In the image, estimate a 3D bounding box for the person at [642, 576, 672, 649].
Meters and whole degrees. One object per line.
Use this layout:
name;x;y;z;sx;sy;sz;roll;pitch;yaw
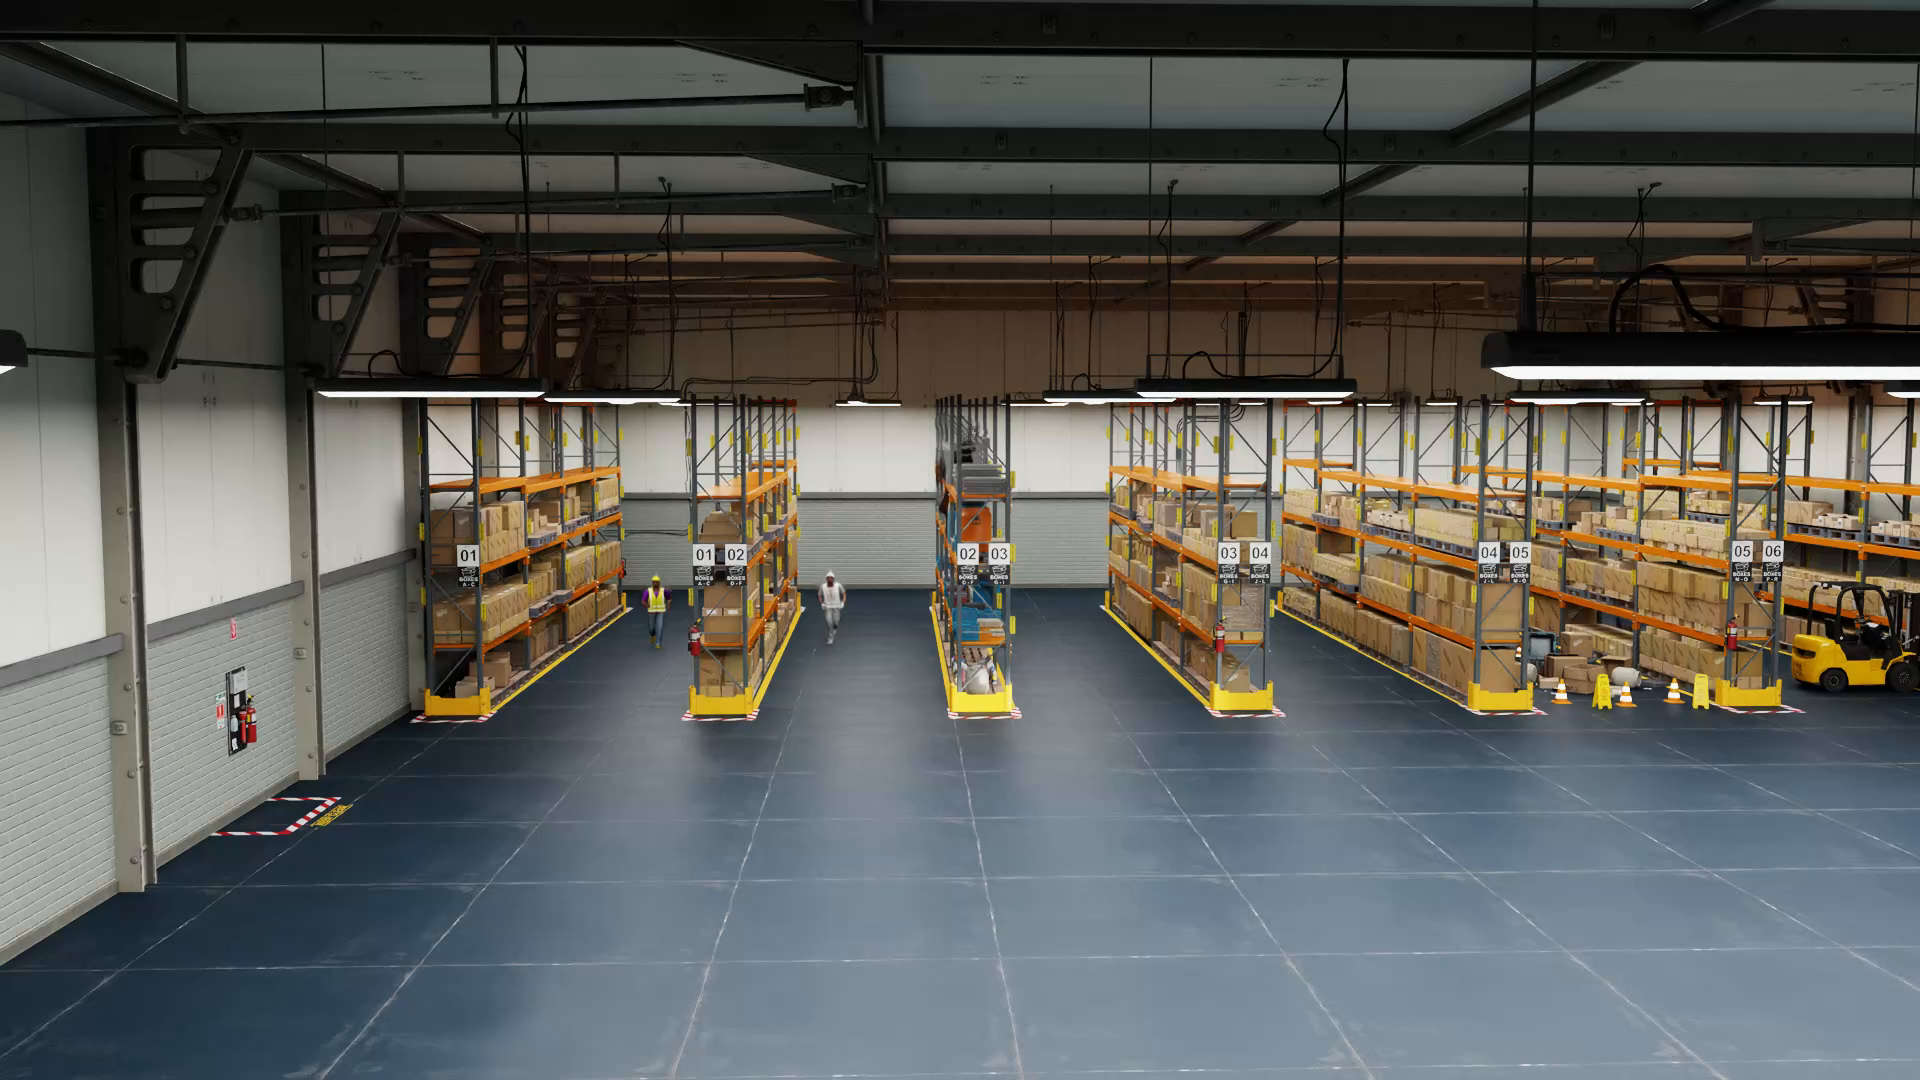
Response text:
person;-7.252;1.732;39.776;0.714;1.733;0.791;-1;5;-10

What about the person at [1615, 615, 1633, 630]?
person;17.231;1.539;43.018;0.557;1.707;0.772;-2;5;-19

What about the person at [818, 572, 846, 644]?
person;-3.131;1.658;40.669;0.685;1.756;0.674;0;4;-2
